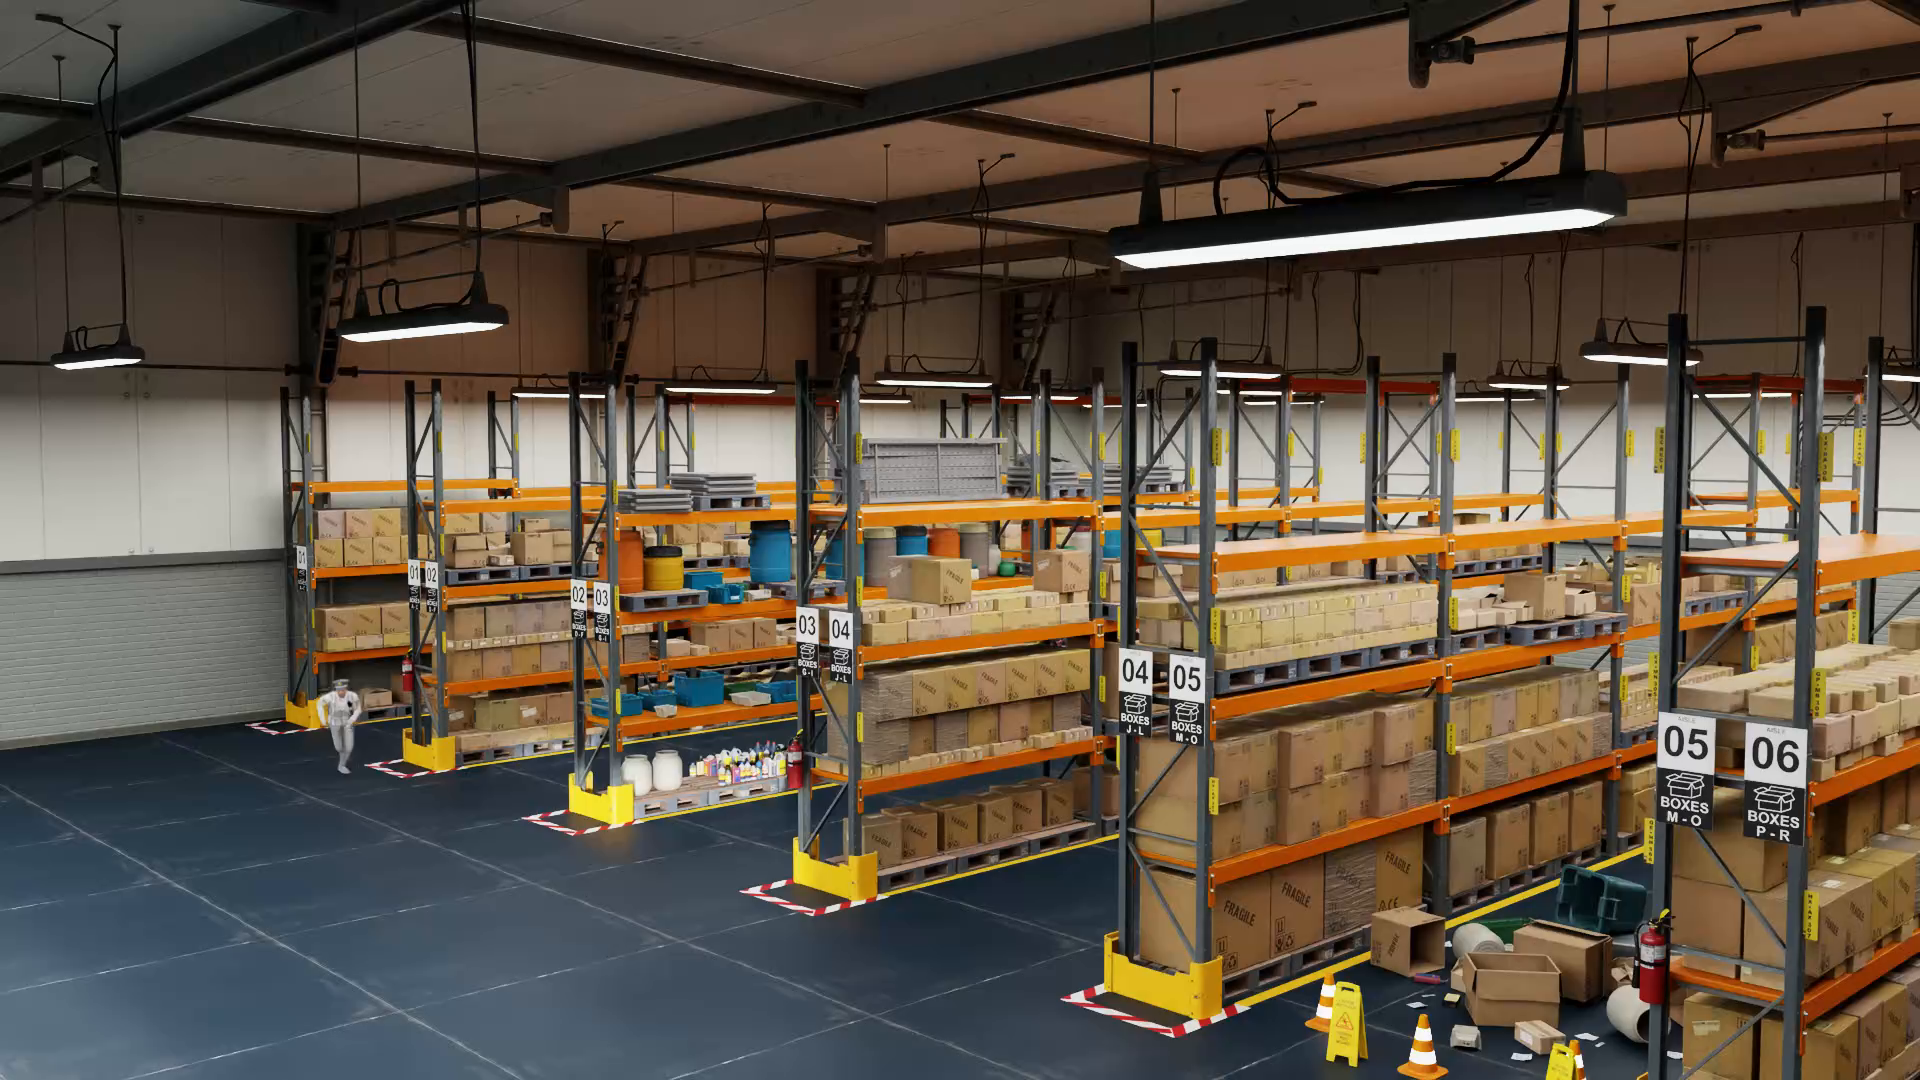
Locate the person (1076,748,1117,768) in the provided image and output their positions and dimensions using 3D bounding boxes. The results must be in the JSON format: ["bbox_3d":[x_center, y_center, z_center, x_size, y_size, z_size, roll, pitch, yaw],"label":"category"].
[{"bbox_3d":[2.051,2.776,24.436,1.157,1.619,0.712,-2,4,-32],"label":"person"}]

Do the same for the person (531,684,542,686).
[{"bbox_3d":[-7.365,2.551,29.029,0.578,1.559,0.961,2,4,30],"label":"person"}]

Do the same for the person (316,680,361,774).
[{"bbox_3d":[-9.403,2.825,25.187,0.637,1.483,0.750,-1,4,-22],"label":"person"}]
